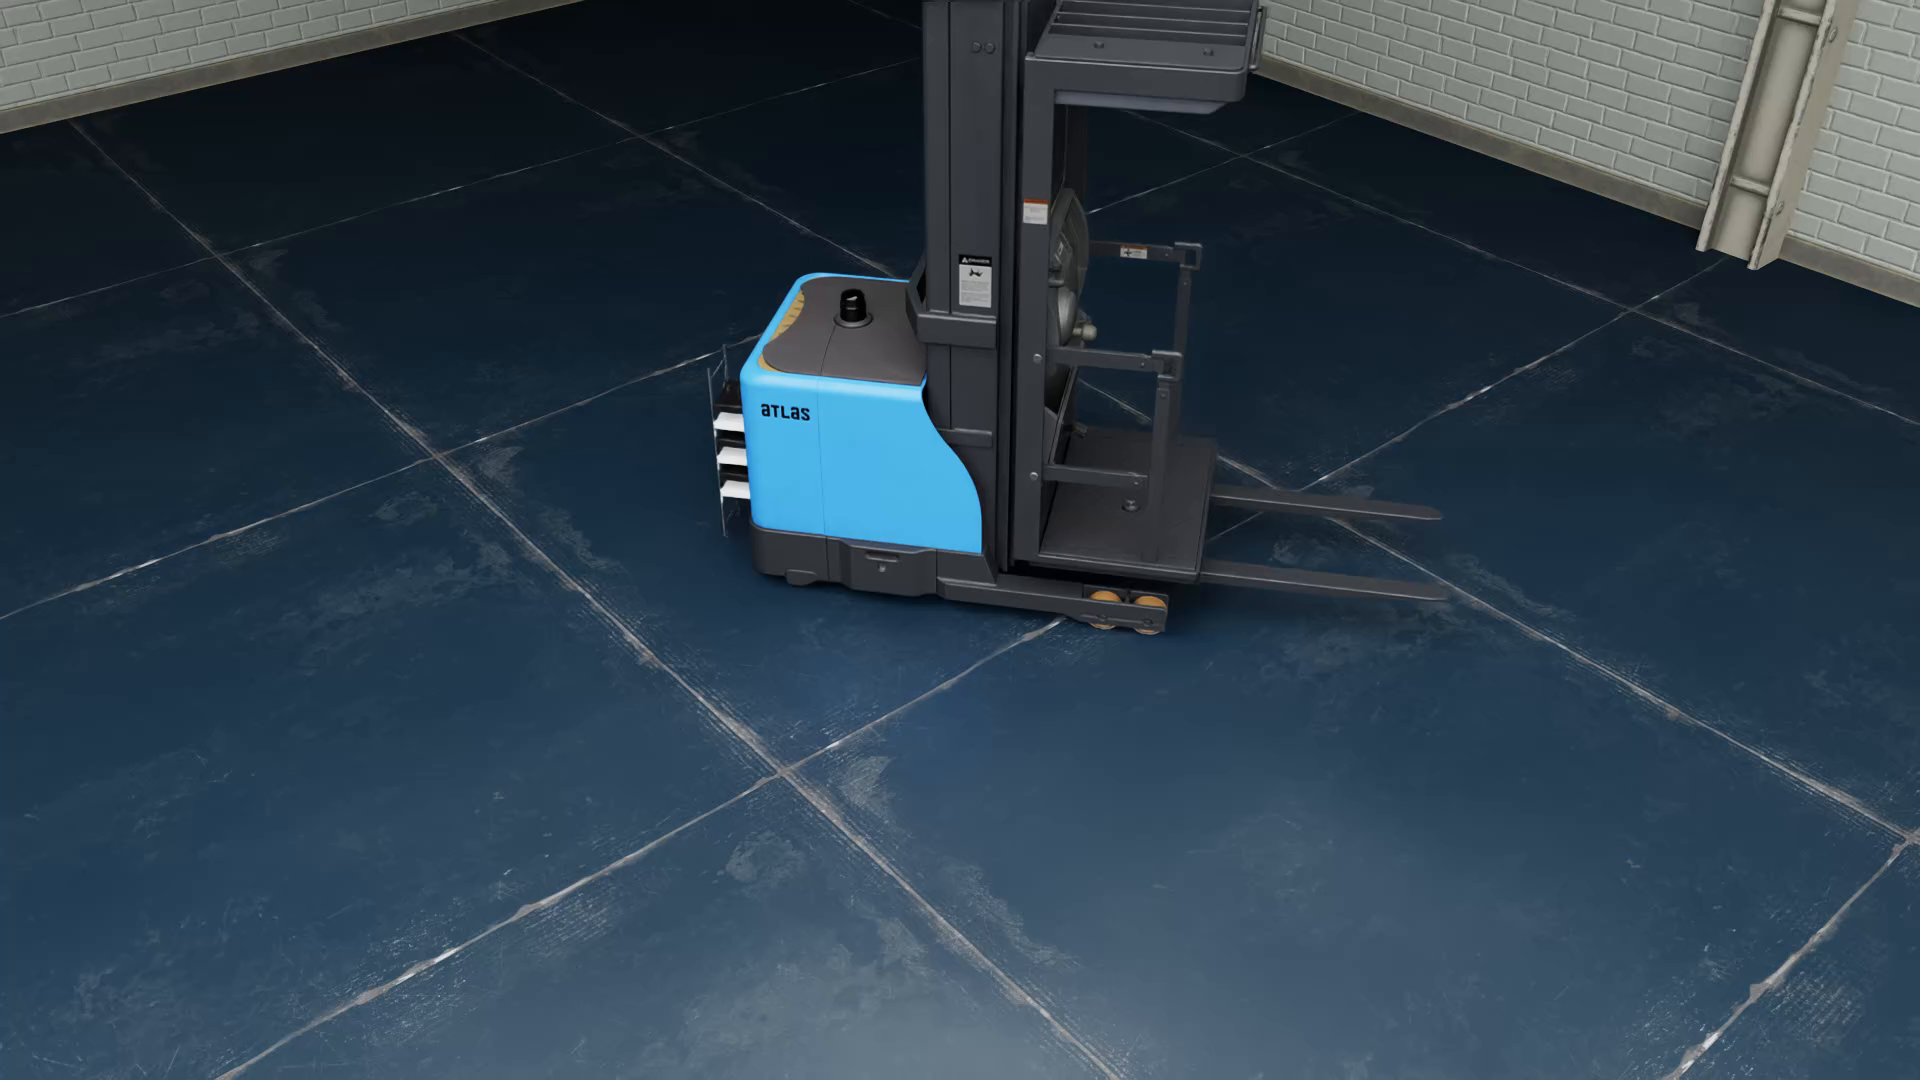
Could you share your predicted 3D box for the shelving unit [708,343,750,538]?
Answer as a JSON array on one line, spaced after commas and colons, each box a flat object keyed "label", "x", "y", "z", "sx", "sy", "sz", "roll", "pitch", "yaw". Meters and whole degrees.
[{"label": "shelving unit", "x": -0.974, "y": -0.435, "z": 7.585, "sx": 0.210, "sy": 0.900, "sz": 0.258, "roll": 7, "pitch": 36, "yaw": 9}]

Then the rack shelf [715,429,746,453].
[{"label": "rack shelf", "x": -0.974, "y": -0.481, "z": 7.552, "sx": 0.200, "sy": 0.077, "sz": 0.258, "roll": 7, "pitch": 36, "yaw": 9}]

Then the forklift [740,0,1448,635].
[{"label": "forklift", "x": 0.635, "y": -1.124, "z": 6.800, "sx": 3.031, "sy": 2.935, "sz": 1.130, "roll": 7, "pitch": 36, "yaw": 9}]

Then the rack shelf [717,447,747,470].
[{"label": "rack shelf", "x": -0.974, "y": -0.407, "z": 7.604, "sx": 0.200, "sy": 0.077, "sz": 0.258, "roll": 7, "pitch": 36, "yaw": 9}]

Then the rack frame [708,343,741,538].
[{"label": "rack frame", "x": -1.074, "y": -0.446, "z": 7.601, "sx": 0.006, "sy": 0.900, "sz": 0.240, "roll": 7, "pitch": 36, "yaw": 9}]

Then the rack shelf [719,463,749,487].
[{"label": "rack shelf", "x": -0.974, "y": -0.334, "z": 7.656, "sx": 0.200, "sy": 0.077, "sz": 0.258, "roll": 7, "pitch": 36, "yaw": 9}]

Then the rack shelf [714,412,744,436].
[{"label": "rack shelf", "x": -0.974, "y": -0.554, "z": 7.500, "sx": 0.200, "sy": 0.077, "sz": 0.258, "roll": 7, "pitch": 36, "yaw": 9}]

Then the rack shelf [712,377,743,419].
[{"label": "rack shelf", "x": -0.974, "y": -0.628, "z": 7.448, "sx": 0.200, "sy": 0.077, "sz": 0.258, "roll": 7, "pitch": 36, "yaw": 9}]

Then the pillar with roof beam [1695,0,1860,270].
[{"label": "pillar with roof beam", "x": 1.506, "y": -3.840, "z": 5.385, "sx": 9.100, "sy": 9.000, "sz": 0.400, "roll": -26, "pitch": 43, "yaw": -32}]

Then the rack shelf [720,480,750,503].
[{"label": "rack shelf", "x": -0.974, "y": -0.260, "z": 7.708, "sx": 0.200, "sy": 0.077, "sz": 0.258, "roll": 7, "pitch": 36, "yaw": 9}]

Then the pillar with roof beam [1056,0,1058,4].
[{"label": "pillar with roof beam", "x": -2.366, "y": -6.489, "z": 9.126, "sx": 9.100, "sy": 9.000, "sz": 0.400, "roll": -26, "pitch": 43, "yaw": -32}]
